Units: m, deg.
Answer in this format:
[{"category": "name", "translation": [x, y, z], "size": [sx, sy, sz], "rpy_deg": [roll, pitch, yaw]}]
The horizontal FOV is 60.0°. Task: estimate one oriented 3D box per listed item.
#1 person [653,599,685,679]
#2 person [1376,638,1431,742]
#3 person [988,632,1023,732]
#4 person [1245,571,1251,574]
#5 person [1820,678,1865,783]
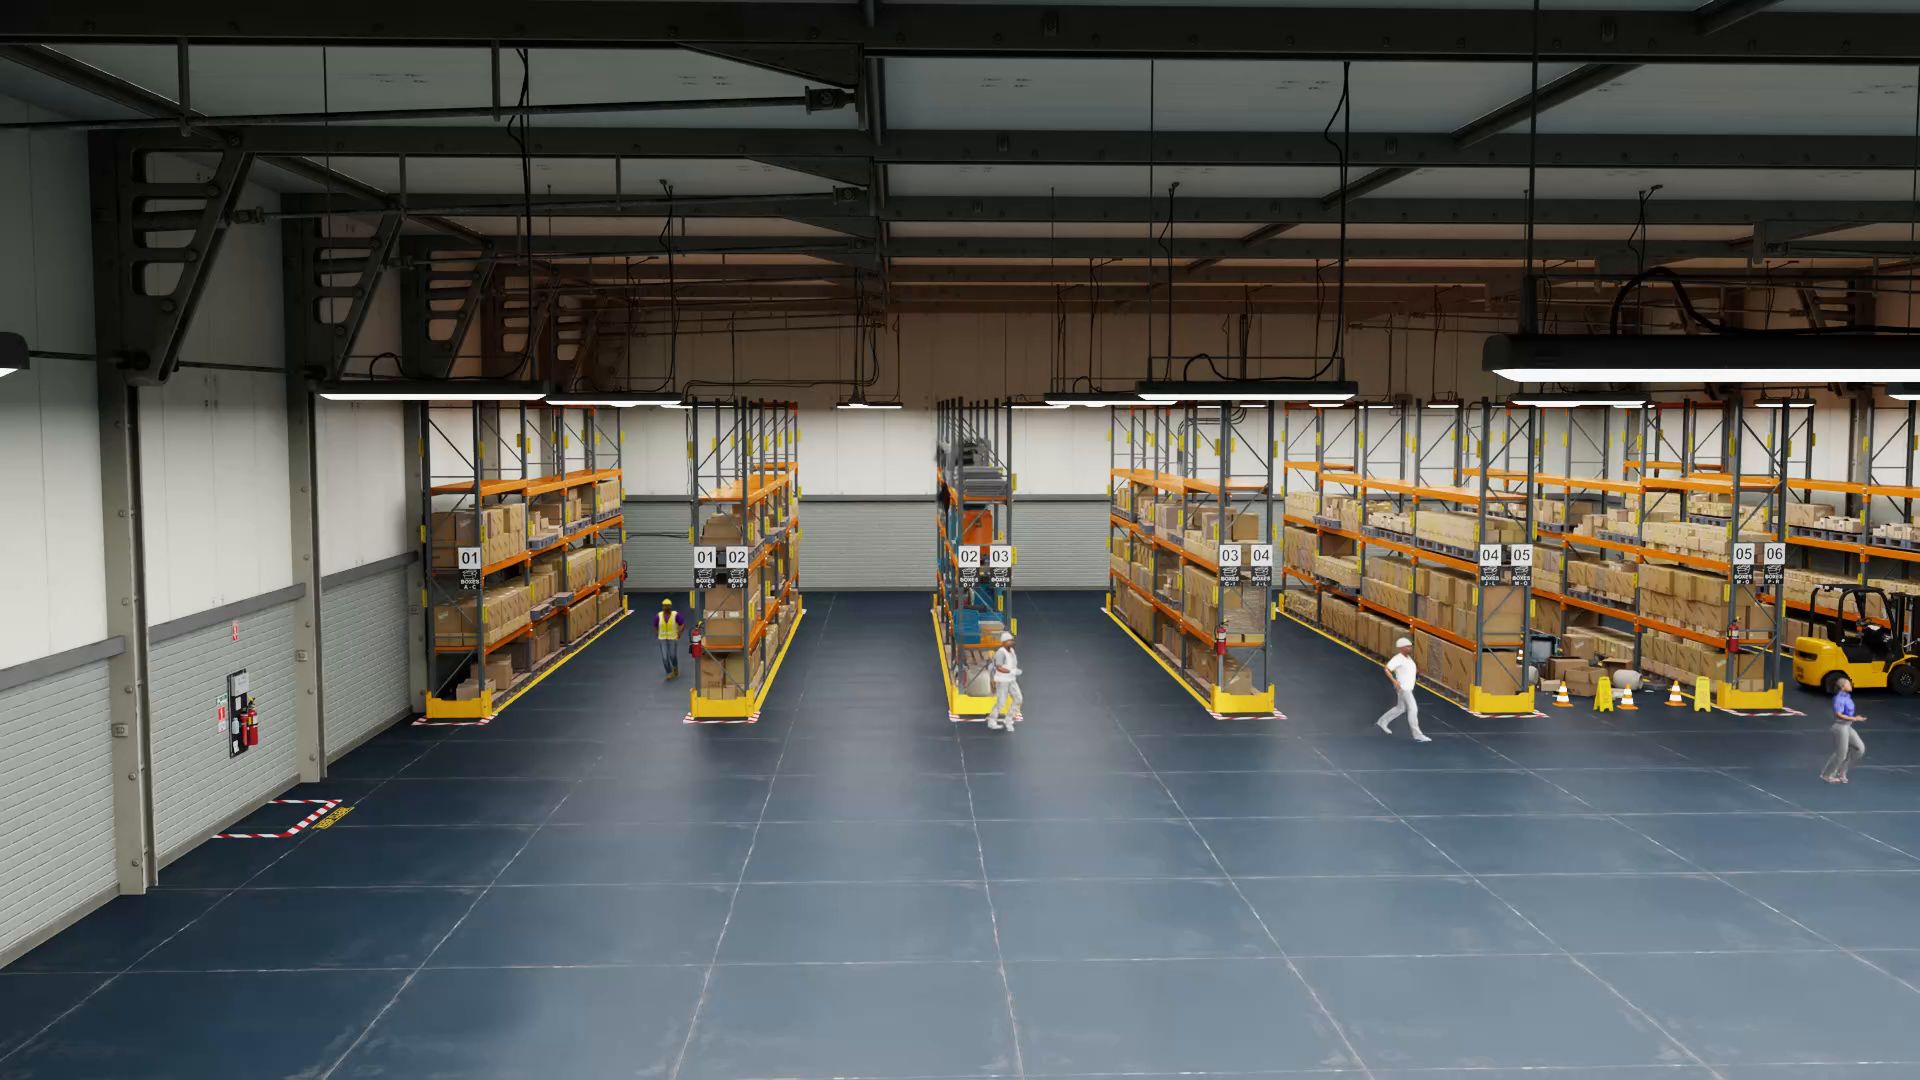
[{"category": "person", "translation": [-6.219, 2.119, 35.431], "size": [0.674, 1.721, 0.569], "rpy_deg": [0, 4, 0]}, {"category": "person", "translation": [7.726, 2.579, 28.911], "size": [0.987, 1.755, 0.699], "rpy_deg": [2, 5, 28]}, {"category": "person", "translation": [0.852, 2.561, 29.719], "size": [0.728, 1.831, 0.704], "rpy_deg": [3, 5, 32]}, {"category": "person", "translation": [7.994, 1.296, 47.279], "size": [0.672, 1.586, 0.560], "rpy_deg": [2, 5, 19]}, {"category": "person", "translation": [13.555, 2.936, 25.496], "size": [0.610, 1.636, 0.637], "rpy_deg": [4, 6, 39]}]
